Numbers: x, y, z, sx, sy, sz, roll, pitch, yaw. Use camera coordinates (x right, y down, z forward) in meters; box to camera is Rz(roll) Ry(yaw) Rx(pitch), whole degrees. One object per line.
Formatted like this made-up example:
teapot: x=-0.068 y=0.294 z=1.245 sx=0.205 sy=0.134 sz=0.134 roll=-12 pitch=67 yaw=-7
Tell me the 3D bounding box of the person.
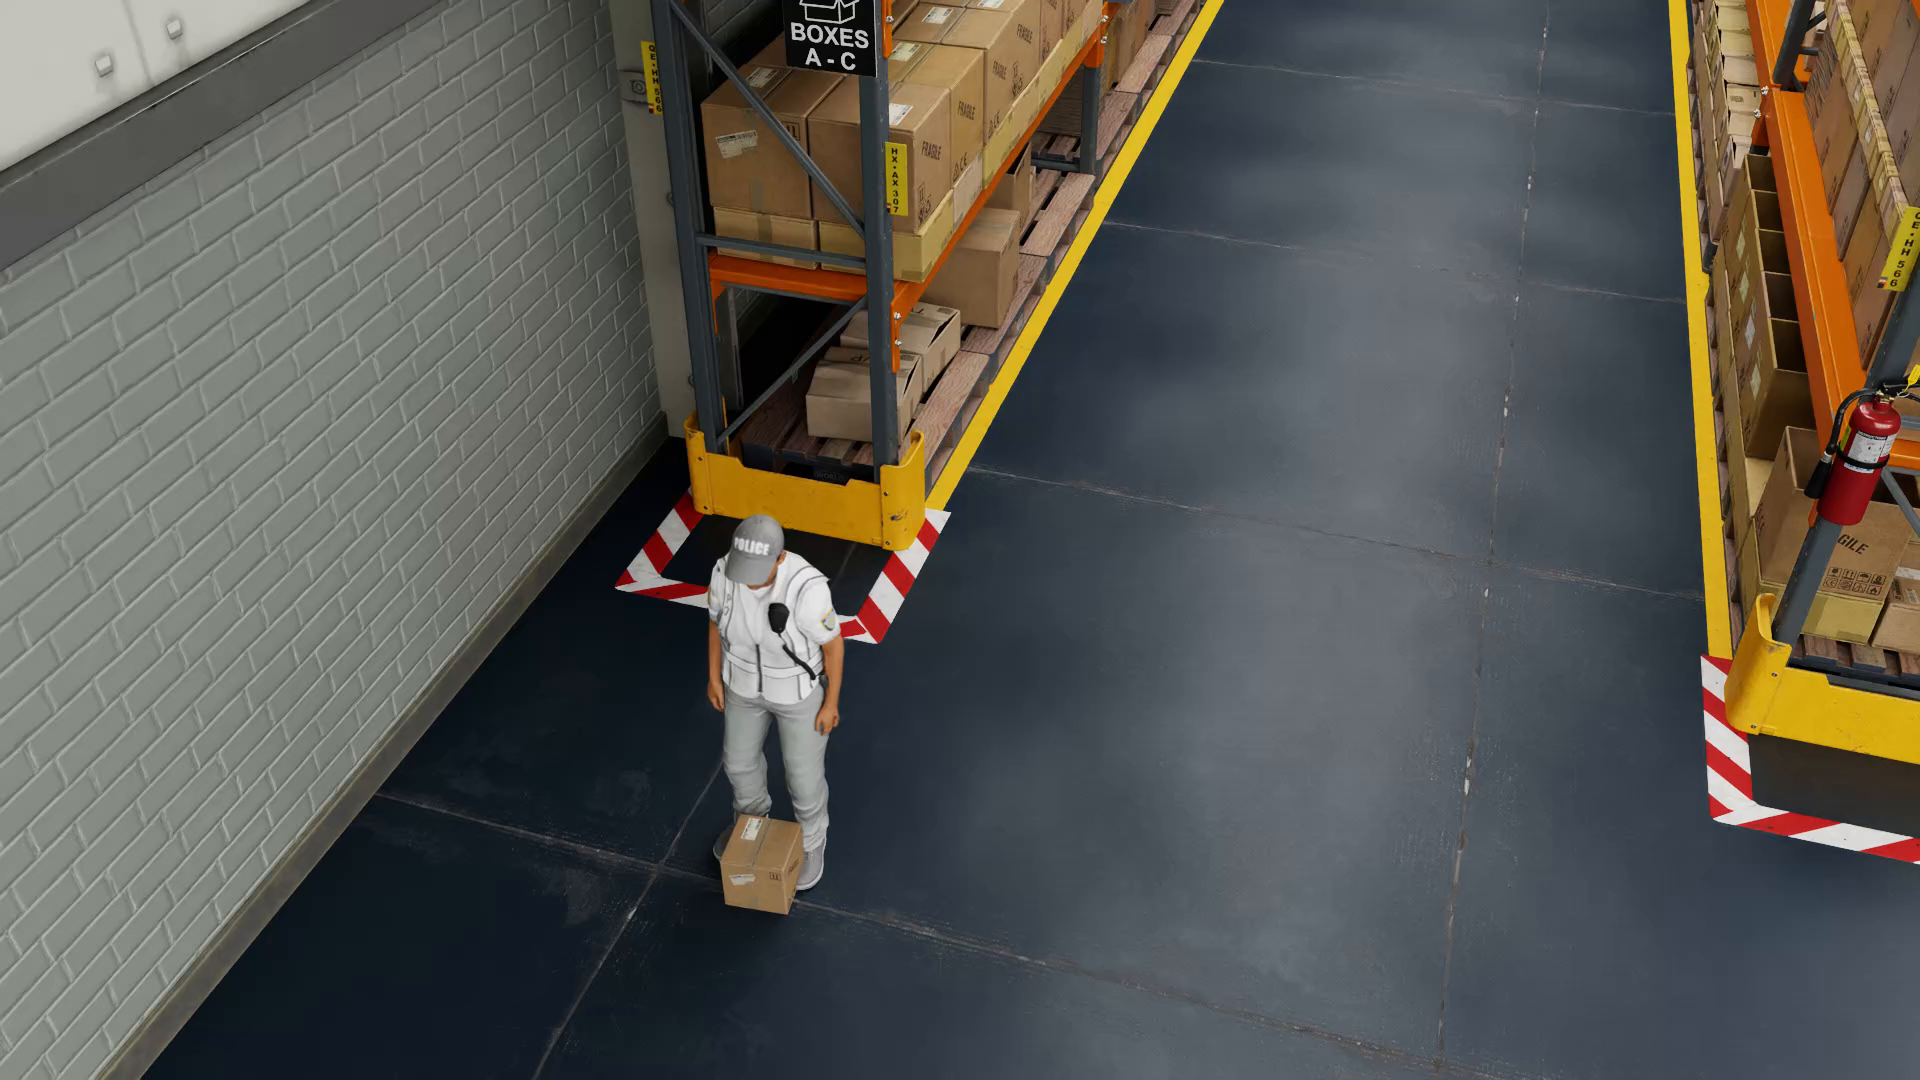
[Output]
person: x=-0.693 y=0.559 z=6.149 sx=0.540 sy=1.667 sz=0.467 roll=11 pitch=39 yaw=14
